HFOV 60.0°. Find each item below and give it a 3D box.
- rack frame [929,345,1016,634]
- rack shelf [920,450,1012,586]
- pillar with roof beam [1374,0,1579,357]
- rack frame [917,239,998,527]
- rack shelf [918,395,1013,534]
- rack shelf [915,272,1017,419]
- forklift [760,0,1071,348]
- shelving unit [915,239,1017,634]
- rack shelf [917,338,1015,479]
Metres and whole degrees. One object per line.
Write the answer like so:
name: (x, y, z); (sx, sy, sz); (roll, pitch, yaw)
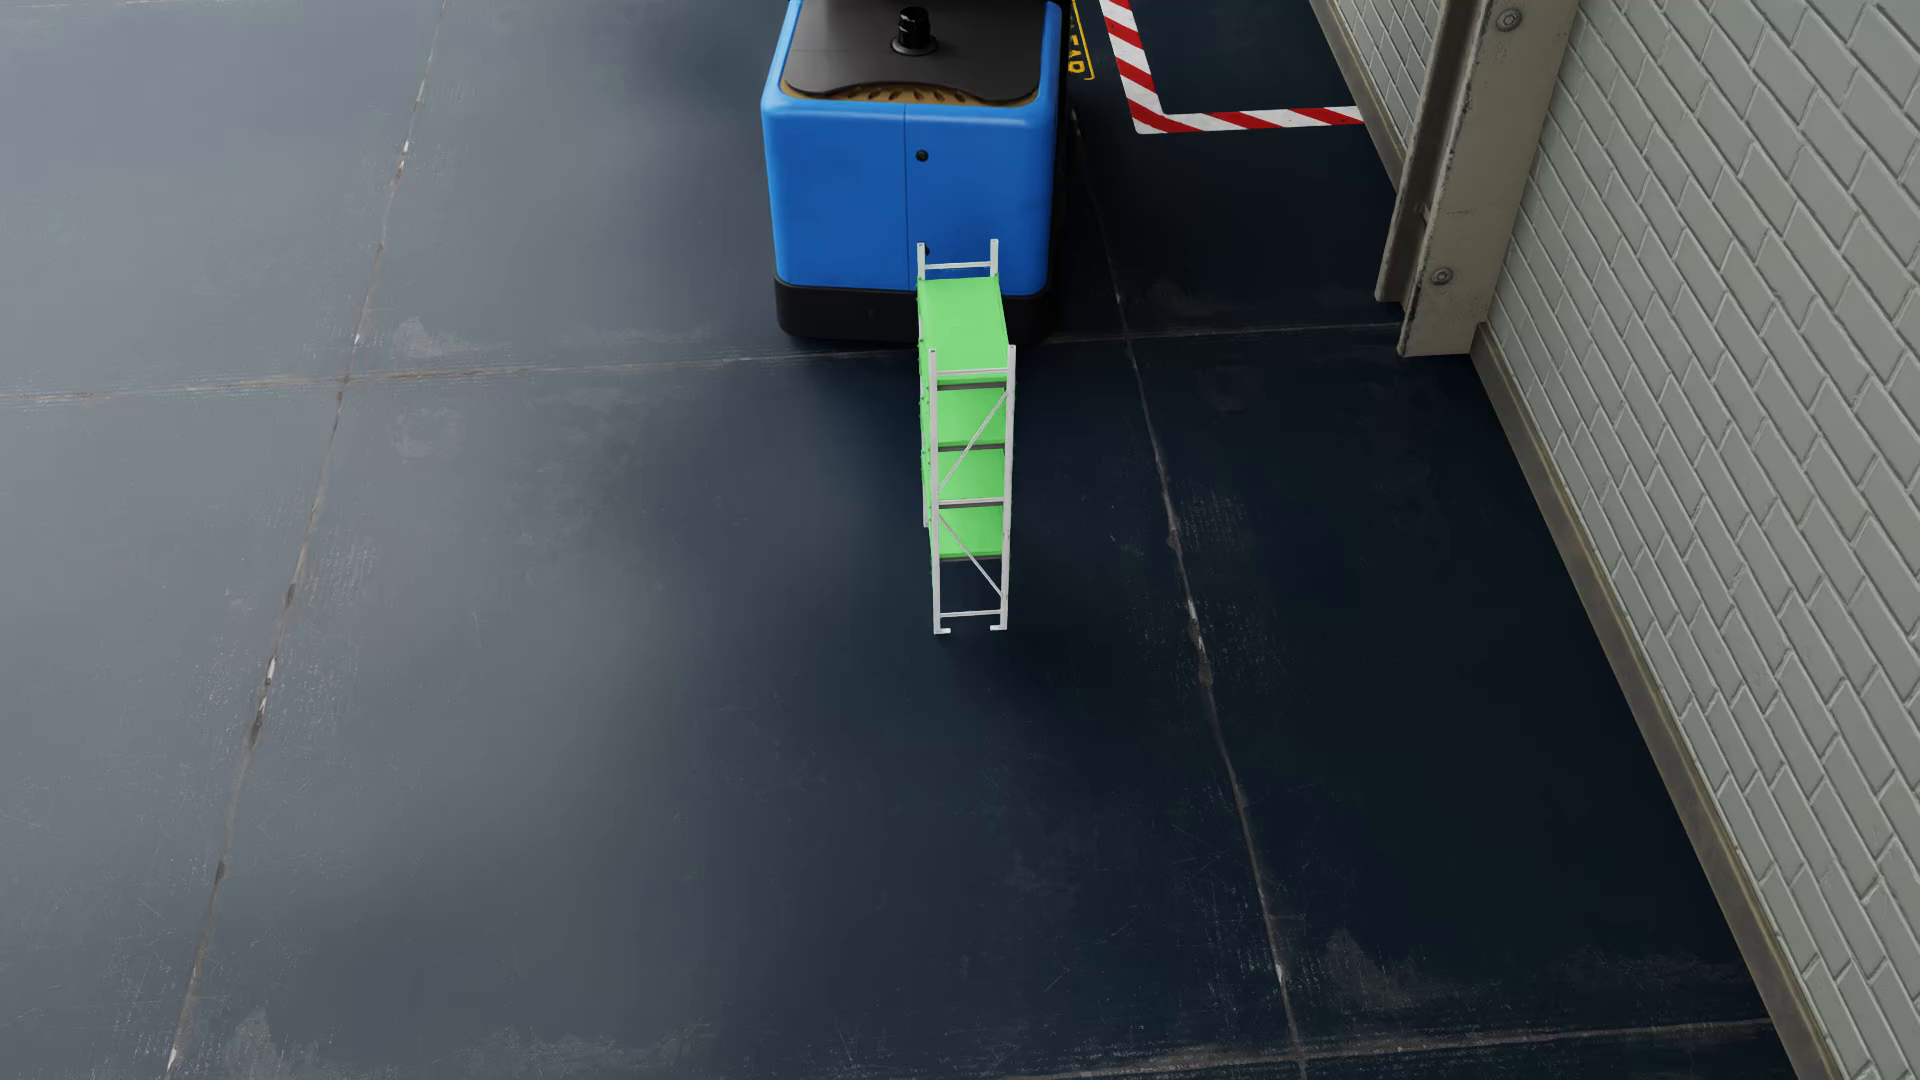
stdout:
rack frame: (0.034, -0.116, 5.034); (0.240, 1.200, 0.015); (-3, 47, -3)
rack shelf: (0.014, -0.084, 5.422); (0.258, 0.148, 0.480); (-3, 47, -3)
pillar with roof beam: (-2.454, -3.693, 3.050); (9.100, 9.000, 0.400); (-3, 47, -3)
rack frame: (-0.007, -0.469, 5.368); (0.240, 1.200, 0.015); (-3, 47, -3)
rack shelf: (0.014, -0.249, 5.247); (0.258, 0.148, 0.480); (-3, 47, -3)
rack shelf: (0.014, -0.579, 4.899); (0.258, 0.148, 0.480); (-3, 47, -3)
forklift: (-0.076, -2.810, 6.392); (1.130, 2.935, 3.031); (3, 47, 3)
shelving unit: (0.014, -0.293, 5.201); (0.258, 1.200, 0.503); (-3, 47, -3)
rack shelf: (0.014, -0.414, 5.073); (0.258, 0.148, 0.480); (-3, 47, -3)
